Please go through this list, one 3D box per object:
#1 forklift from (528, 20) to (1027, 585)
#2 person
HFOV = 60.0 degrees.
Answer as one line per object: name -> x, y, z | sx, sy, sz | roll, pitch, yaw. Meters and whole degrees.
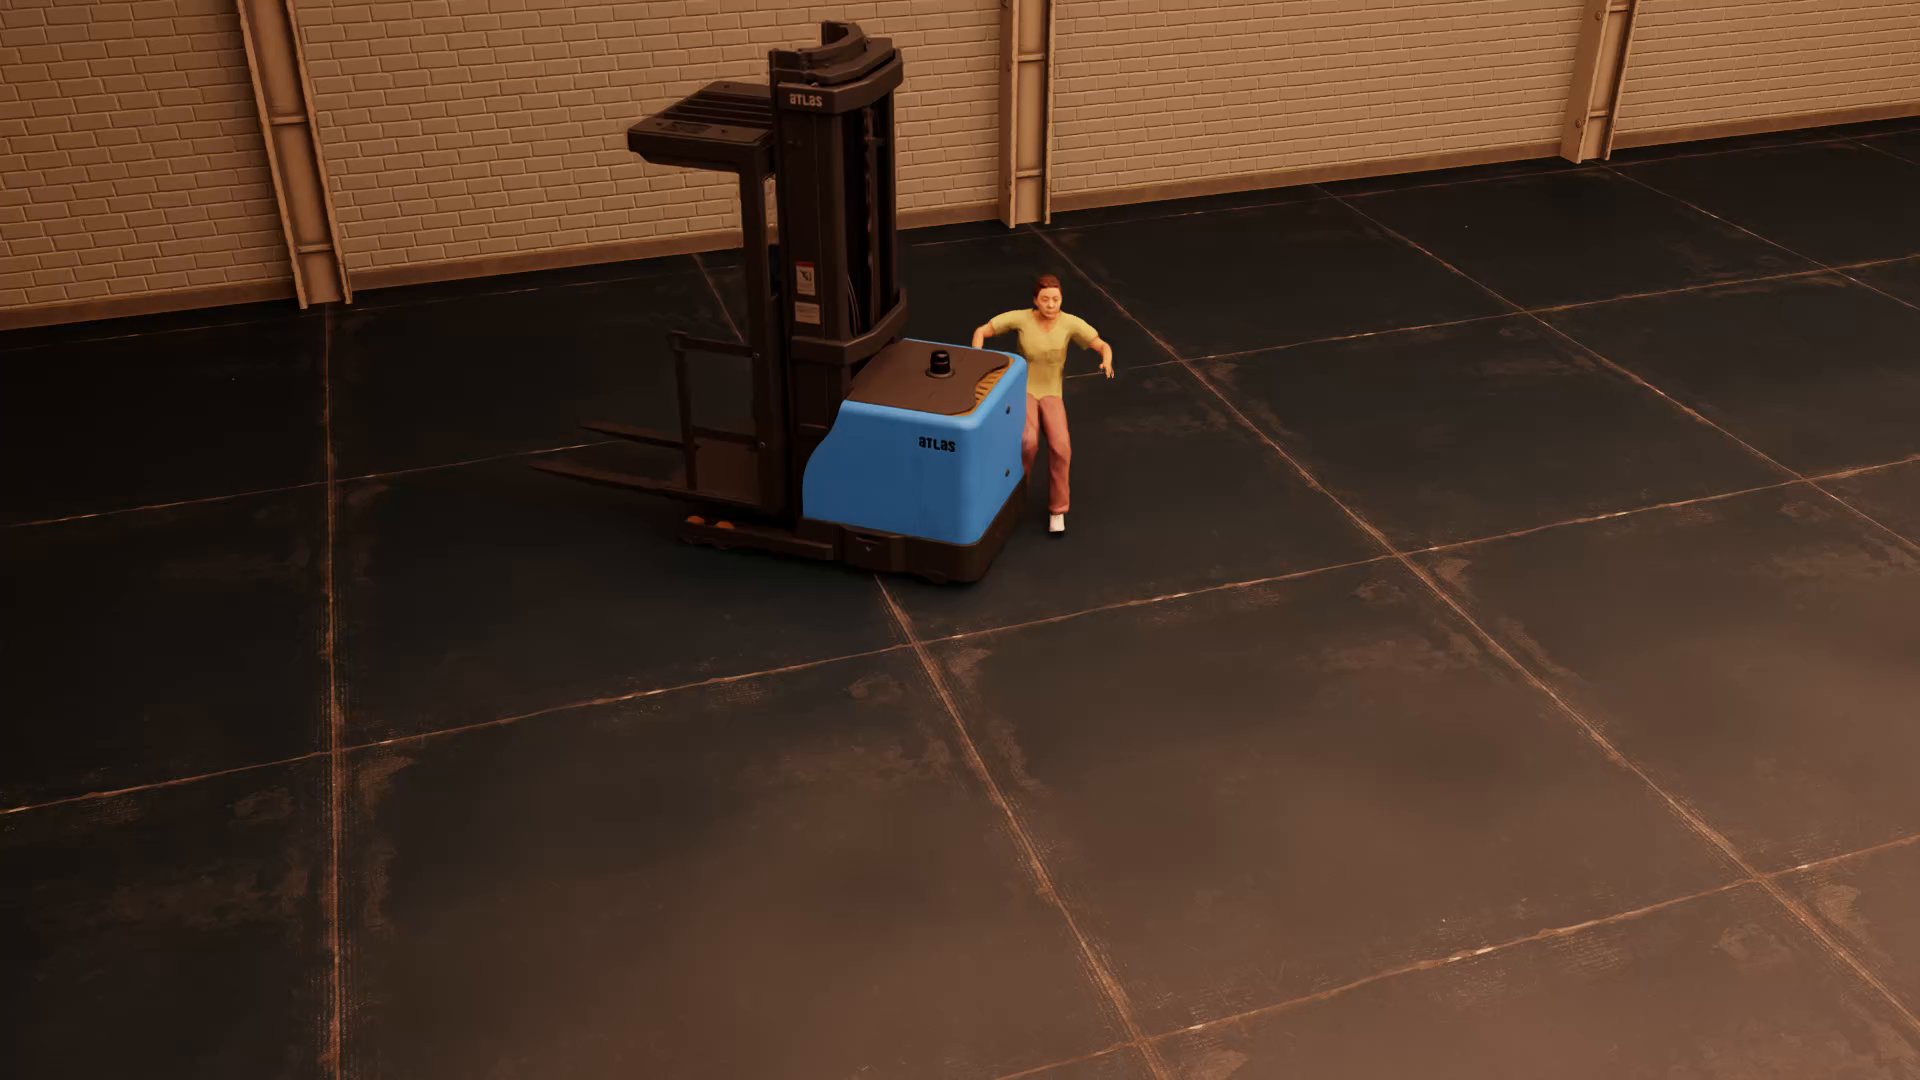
forklift -> -1.166, -1.451, 9.608 | 3.031, 2.935, 1.130 | 10, 31, 17
person -> 0.501, -0.831, 10.033 | 0.872, 1.428, 0.836 | -6, 30, -10
